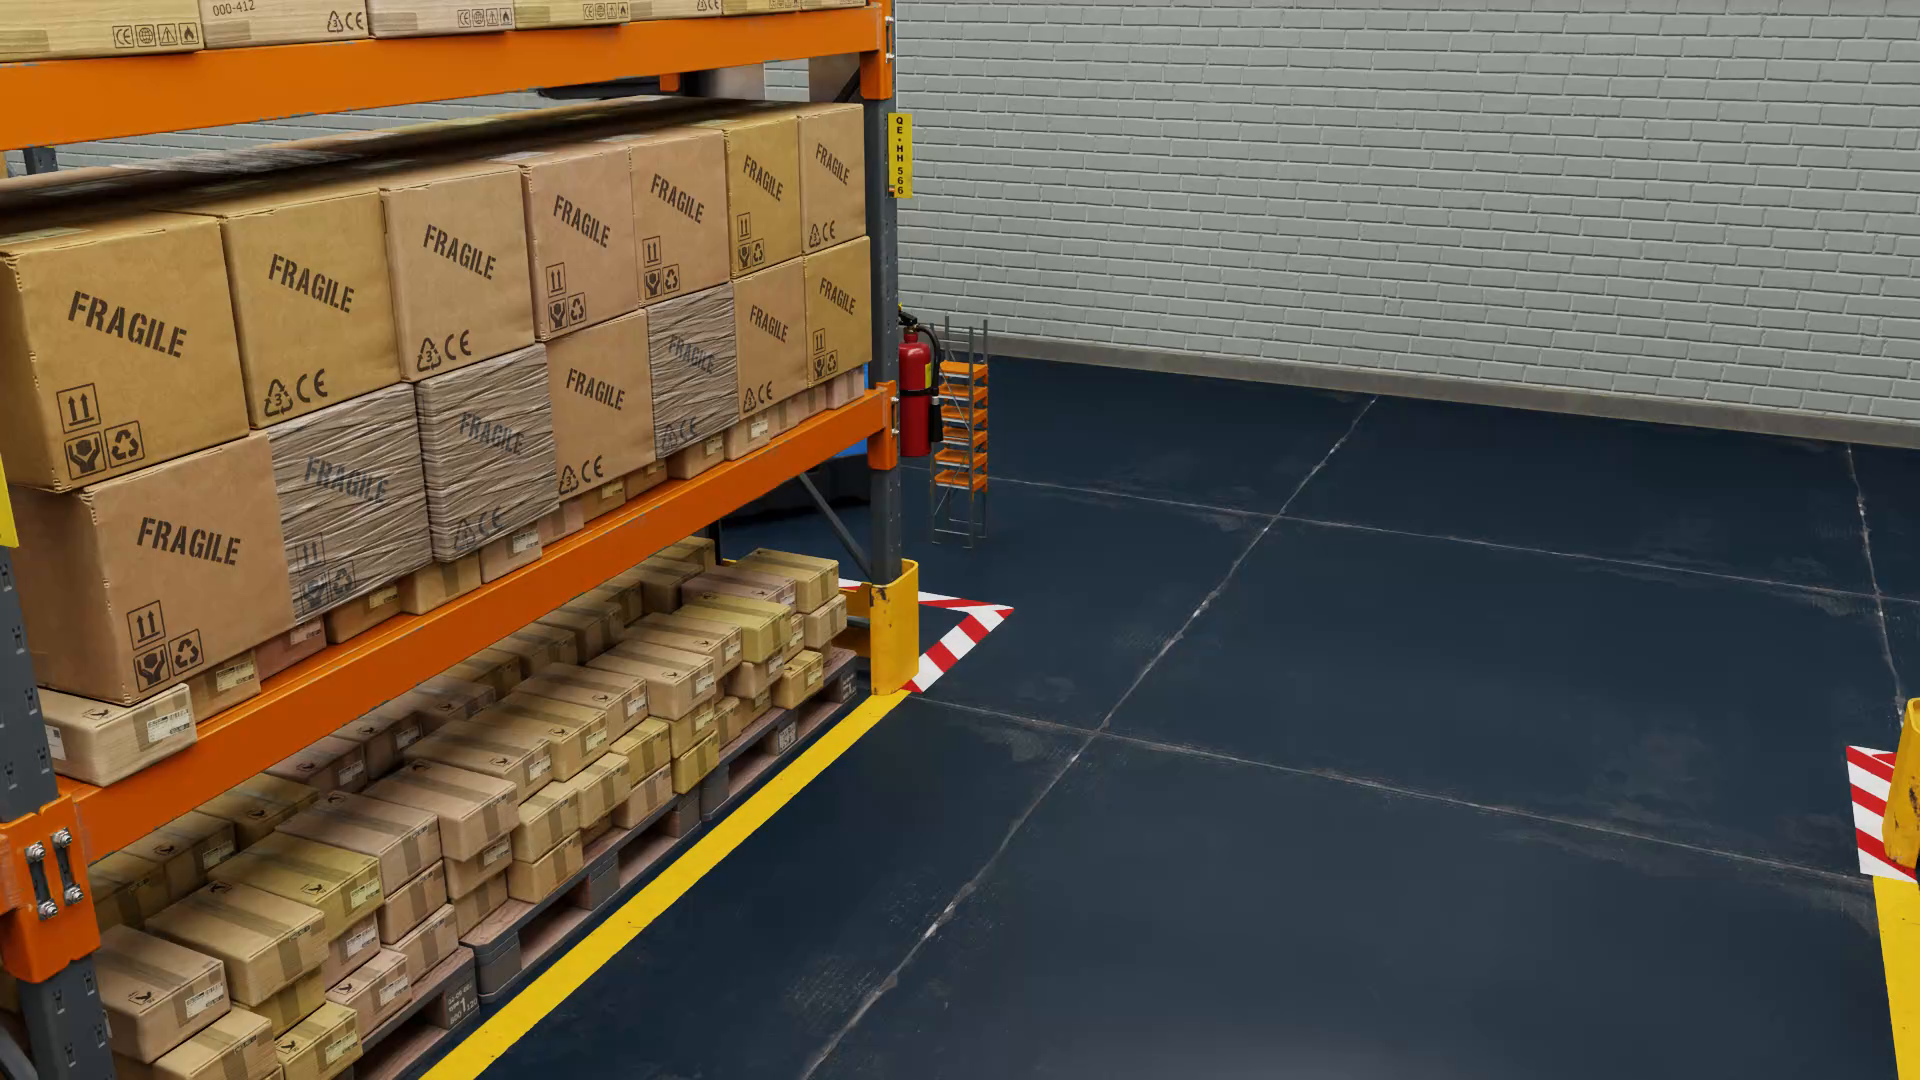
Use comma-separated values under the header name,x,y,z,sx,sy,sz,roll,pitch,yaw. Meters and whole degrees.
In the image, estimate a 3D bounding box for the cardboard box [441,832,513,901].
name,x,y,z,sx,sy,sz,roll,pitch,yaw
cardboard box,-1.594,0.932,5.057,0.380,0.149,0.250,10,22,25

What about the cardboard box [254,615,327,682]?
name,x,y,z,sx,sy,sz,roll,pitch,yaw
cardboard box,-1.856,0.224,4.237,0.380,0.149,0.250,8,21,20

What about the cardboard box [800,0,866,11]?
name,x,y,z,sx,sy,sz,roll,pitch,yaw
cardboard box,-0.677,-2.065,6.045,0.500,0.250,0.500,8,21,22

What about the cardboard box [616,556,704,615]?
name,x,y,z,sx,sy,sz,roll,pitch,yaw
cardboard box,-1.260,0.182,6.721,0.380,0.149,0.250,9,21,24

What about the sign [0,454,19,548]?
name,x,y,z,sx,sy,sz,roll,pitch,yaw
sign,-1.863,-0.145,3.172,0.100,0.325,0.005,9,21,23

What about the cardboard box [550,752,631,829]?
name,x,y,z,sx,sy,sz,roll,pitch,yaw
cardboard box,-1.309,0.791,5.451,0.380,0.149,0.250,9,21,23

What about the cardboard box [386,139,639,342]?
name,x,y,z,sx,sy,sz,roll,pitch,yaw
cardboard box,-1.319,-0.905,4.950,0.500,0.500,0.500,8,21,21

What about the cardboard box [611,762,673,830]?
name,x,y,z,sx,sy,sz,roll,pitch,yaw
cardboard box,-1.224,0.843,5.748,0.380,0.149,0.250,9,21,24

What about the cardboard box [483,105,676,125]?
name,x,y,z,sx,sy,sz,roll,pitch,yaw
cardboard box,-1.359,-1.300,6.062,0.500,0.500,0.500,9,22,24

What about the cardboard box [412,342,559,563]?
name,x,y,z,sx,sy,sz,roll,pitch,yaw
cardboard box,-1.502,-0.280,4.687,0.500,0.500,0.500,8,21,22

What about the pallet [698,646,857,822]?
name,x,y,z,sx,sy,sz,roll,pitch,yaw
pallet,-1.128,0.683,6.733,1.003,0.211,1.213,9,21,23

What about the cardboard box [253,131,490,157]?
name,x,y,z,sx,sy,sz,roll,pitch,yaw
cardboard box,-1.798,-0.988,5.184,0.500,0.500,0.500,8,21,21

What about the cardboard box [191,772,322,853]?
name,x,y,z,sx,sy,sz,roll,pitch,yaw
cardboard box,-2.121,0.817,4.936,0.380,0.149,0.250,9,22,24

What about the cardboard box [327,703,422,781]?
name,x,y,z,sx,sy,sz,roll,pitch,yaw
cardboard box,-1.995,0.637,5.441,0.380,0.149,0.250,8,21,21

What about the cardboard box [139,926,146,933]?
name,x,y,z,sx,sy,sz,roll,pitch,yaw
cardboard box,-2.432,1.106,4.566,0.380,0.149,0.250,7,21,20

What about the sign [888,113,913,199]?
name,x,y,z,sx,sy,sz,roll,pitch,yaw
sign,-0.234,-1.510,6.538,0.100,0.325,0.005,9,21,23

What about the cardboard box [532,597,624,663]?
name,x,y,z,sx,sy,sz,roll,pitch,yaw
cardboard box,-1.506,0.329,6.309,0.380,0.149,0.250,7,21,20

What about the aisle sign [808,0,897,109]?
name,x,y,z,sx,sy,sz,roll,pitch,yaw
aisle sign,-0.429,-2.103,6.527,0.394,0.787,0.004,9,21,23

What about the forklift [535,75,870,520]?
name,x,y,z,sx,sy,sz,roll,pitch,yaw
forklift,-1.894,-1.527,8.888,3.031,2.935,1.130,-10,22,-27

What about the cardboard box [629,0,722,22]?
name,x,y,z,sx,sy,sz,roll,pitch,yaw
cardboard box,-1.095,-1.758,5.183,0.500,0.250,0.500,10,22,25

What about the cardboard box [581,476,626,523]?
name,x,y,z,sx,sy,sz,roll,pitch,yaw
cardboard box,-1.310,-0.176,5.361,0.380,0.149,0.250,9,21,24

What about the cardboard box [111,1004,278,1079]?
name,x,y,z,sx,sy,sz,roll,pitch,yaw
cardboard box,-1.930,1.264,4.123,0.380,0.149,0.250,10,22,25

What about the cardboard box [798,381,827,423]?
name,x,y,z,sx,sy,sz,roll,pitch,yaw
cardboard box,-0.744,-0.570,6.469,0.380,0.149,0.250,9,21,23

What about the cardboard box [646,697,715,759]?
name,x,y,z,sx,sy,sz,roll,pitch,yaw
cardboard box,-1.100,0.627,5.912,0.380,0.149,0.250,9,21,24

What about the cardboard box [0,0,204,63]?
name,x,y,z,sx,sy,sz,roll,pitch,yaw
cardboard box,-1.940,-1.123,3.396,0.500,0.250,0.500,10,22,25

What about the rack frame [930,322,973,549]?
name,x,y,z,sx,sy,sz,roll,pitch,yaw
rack frame,-0.043,-0.533,8.677,0.240,1.200,0.006,9,21,23

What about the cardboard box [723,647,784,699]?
name,x,y,z,sx,sy,sz,roll,pitch,yaw
cardboard box,-0.899,0.467,6.362,0.380,0.149,0.250,8,21,20

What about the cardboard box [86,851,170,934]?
name,x,y,z,sx,sy,sz,roll,pitch,yaw
cardboard box,-2.394,0.962,4.526,0.380,0.149,0.250,9,21,23

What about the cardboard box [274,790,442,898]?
name,x,y,z,sx,sy,sz,roll,pitch,yaw
cardboard box,-1.729,0.870,4.785,0.380,0.149,0.250,8,21,21

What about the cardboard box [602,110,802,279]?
name,x,y,z,sx,sy,sz,roll,pitch,yaw
cardboard box,-0.900,-1.227,5.857,0.500,0.500,0.500,8,21,21

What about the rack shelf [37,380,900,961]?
name,x,y,z,sx,sy,sz,roll,pitch,yaw
rack shelf,-1.551,0.053,5.417,1.077,0.370,4.000,9,21,23

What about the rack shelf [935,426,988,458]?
name,x,y,z,sx,sy,sz,roll,pitch,yaw
rack shelf,-0.006,-0.519,8.770,0.258,0.103,0.180,9,21,23

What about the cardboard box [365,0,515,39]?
name,x,y,z,sx,sy,sz,roll,pitch,yaw
cardboard box,-1.512,-1.434,4.270,0.500,0.250,0.500,10,22,25

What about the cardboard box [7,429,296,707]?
name,x,y,z,sx,sy,sz,roll,pitch,yaw
cardboard box,-1.938,0.021,3.839,0.500,0.500,0.500,8,21,22

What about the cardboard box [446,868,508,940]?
name,x,y,z,sx,sy,sz,roll,pitch,yaw
cardboard box,-1.628,1.067,5.119,0.380,0.149,0.250,8,21,20

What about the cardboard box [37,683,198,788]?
name,x,y,z,sx,sy,sz,roll,pitch,yaw
cardboard box,-1.956,0.402,3.737,0.380,0.149,0.250,9,22,25

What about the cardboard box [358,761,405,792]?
name,x,y,z,sx,sy,sz,roll,pitch,yaw
cardboard box,-1.931,0.799,5.430,0.380,0.149,0.250,7,21,20

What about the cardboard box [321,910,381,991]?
name,x,y,z,sx,sy,sz,roll,pitch,yaw
cardboard box,-1.841,1.094,4.599,0.380,0.149,0.250,8,21,22

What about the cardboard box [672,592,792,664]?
name,x,y,z,sx,sy,sz,roll,pitch,yaw
cardboard box,-0.863,0.330,6.305,0.380,0.149,0.250,8,21,21

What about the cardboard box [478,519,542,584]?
name,x,y,z,sx,sy,sz,roll,pitch,yaw
cardboard box,-1.461,-0.007,4.888,0.380,0.149,0.250,10,22,25

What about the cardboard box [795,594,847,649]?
name,x,y,z,sx,sy,sz,roll,pitch,yaw
cardboard box,-0.688,0.308,6.810,0.380,0.149,0.250,8,21,21

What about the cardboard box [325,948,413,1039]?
name,x,y,z,sx,sy,sz,roll,pitch,yaw
cardboard box,-1.765,1.239,4.636,0.380,0.149,0.250,8,21,22

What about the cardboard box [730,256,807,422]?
name,x,y,z,sx,sy,sz,roll,pitch,yaw
cardboard box,-0.897,-0.755,6.023,0.500,0.500,0.500,8,21,22

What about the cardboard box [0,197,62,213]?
name,x,y,z,sx,sy,sz,roll,pitch,yaw
cardboard box,-2.425,-0.514,3.852,0.500,0.500,0.500,8,21,21

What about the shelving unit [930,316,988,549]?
name,x,y,z,sx,sy,sz,roll,pitch,yaw
shelving unit,-0.006,-0.561,8.755,0.258,1.200,0.189,9,21,23

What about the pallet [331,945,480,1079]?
name,x,y,z,sx,sy,sz,roll,pitch,yaw
pallet,-2.128,1.429,4.636,1.003,0.211,1.213,9,21,23

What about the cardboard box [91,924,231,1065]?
name,x,y,z,sx,sy,sz,roll,pitch,yaw
cardboard box,-2.040,1.113,4.101,0.380,0.149,0.250,10,22,25

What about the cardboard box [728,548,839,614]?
name,x,y,z,sx,sy,sz,roll,pitch,yaw
cardboard box,-0.718,0.164,6.771,0.380,0.149,0.250,9,21,23

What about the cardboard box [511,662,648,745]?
name,x,y,z,sx,sy,sz,roll,pitch,yaw
cardboard box,-1.296,0.555,5.671,0.380,0.149,0.250,8,21,21

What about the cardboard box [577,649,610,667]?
name,x,y,z,sx,sy,sz,roll,pitch,yaw
cardboard box,-1.568,0.459,6.385,0.380,0.149,0.250,9,22,24

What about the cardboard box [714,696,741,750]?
name,x,y,z,sx,sy,sz,roll,pitch,yaw
cardboard box,-1.047,0.676,6.219,0.380,0.149,0.250,9,21,23

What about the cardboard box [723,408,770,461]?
name,x,y,z,sx,sy,sz,roll,pitch,yaw
cardboard box,-0.916,-0.410,6.020,0.380,0.149,0.250,9,22,24

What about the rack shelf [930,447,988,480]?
name,x,y,z,sx,sy,sz,roll,pitch,yaw
rack shelf,-0.006,-0.406,8.810,0.258,0.103,0.180,9,21,23

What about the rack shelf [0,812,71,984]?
name,x,y,z,sx,sy,sz,roll,pitch,yaw
rack shelf,-3.189,1.276,1.979,1.077,0.370,4.000,9,21,23

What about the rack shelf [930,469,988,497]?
name,x,y,z,sx,sy,sz,roll,pitch,yaw
rack shelf,-0.006,-0.293,8.851,0.258,0.103,0.180,9,21,23

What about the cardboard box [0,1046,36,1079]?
name,x,y,z,sx,sy,sz,roll,pitch,yaw
cardboard box,-2.521,1.304,4.453,0.380,0.149,0.250,9,21,23

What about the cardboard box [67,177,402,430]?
name,x,y,z,sx,sy,sz,roll,pitch,yaw
cardboard box,-1.765,-0.598,4.089,0.500,0.500,0.500,8,21,21

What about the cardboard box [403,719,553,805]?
name,x,y,z,sx,sy,sz,roll,pitch,yaw
cardboard box,-1.514,0.709,5.238,0.380,0.149,0.250,8,21,20

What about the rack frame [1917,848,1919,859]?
name,x,y,z,sx,sy,sz,roll,pitch,yaw
rack frame,3.825,-0.249,5.193,1.000,3.000,0.127,9,21,23

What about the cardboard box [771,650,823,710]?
name,x,y,z,sx,sy,sz,roll,pitch,yaw
cardboard box,-0.771,0.530,6.630,0.380,0.149,0.250,9,22,24
